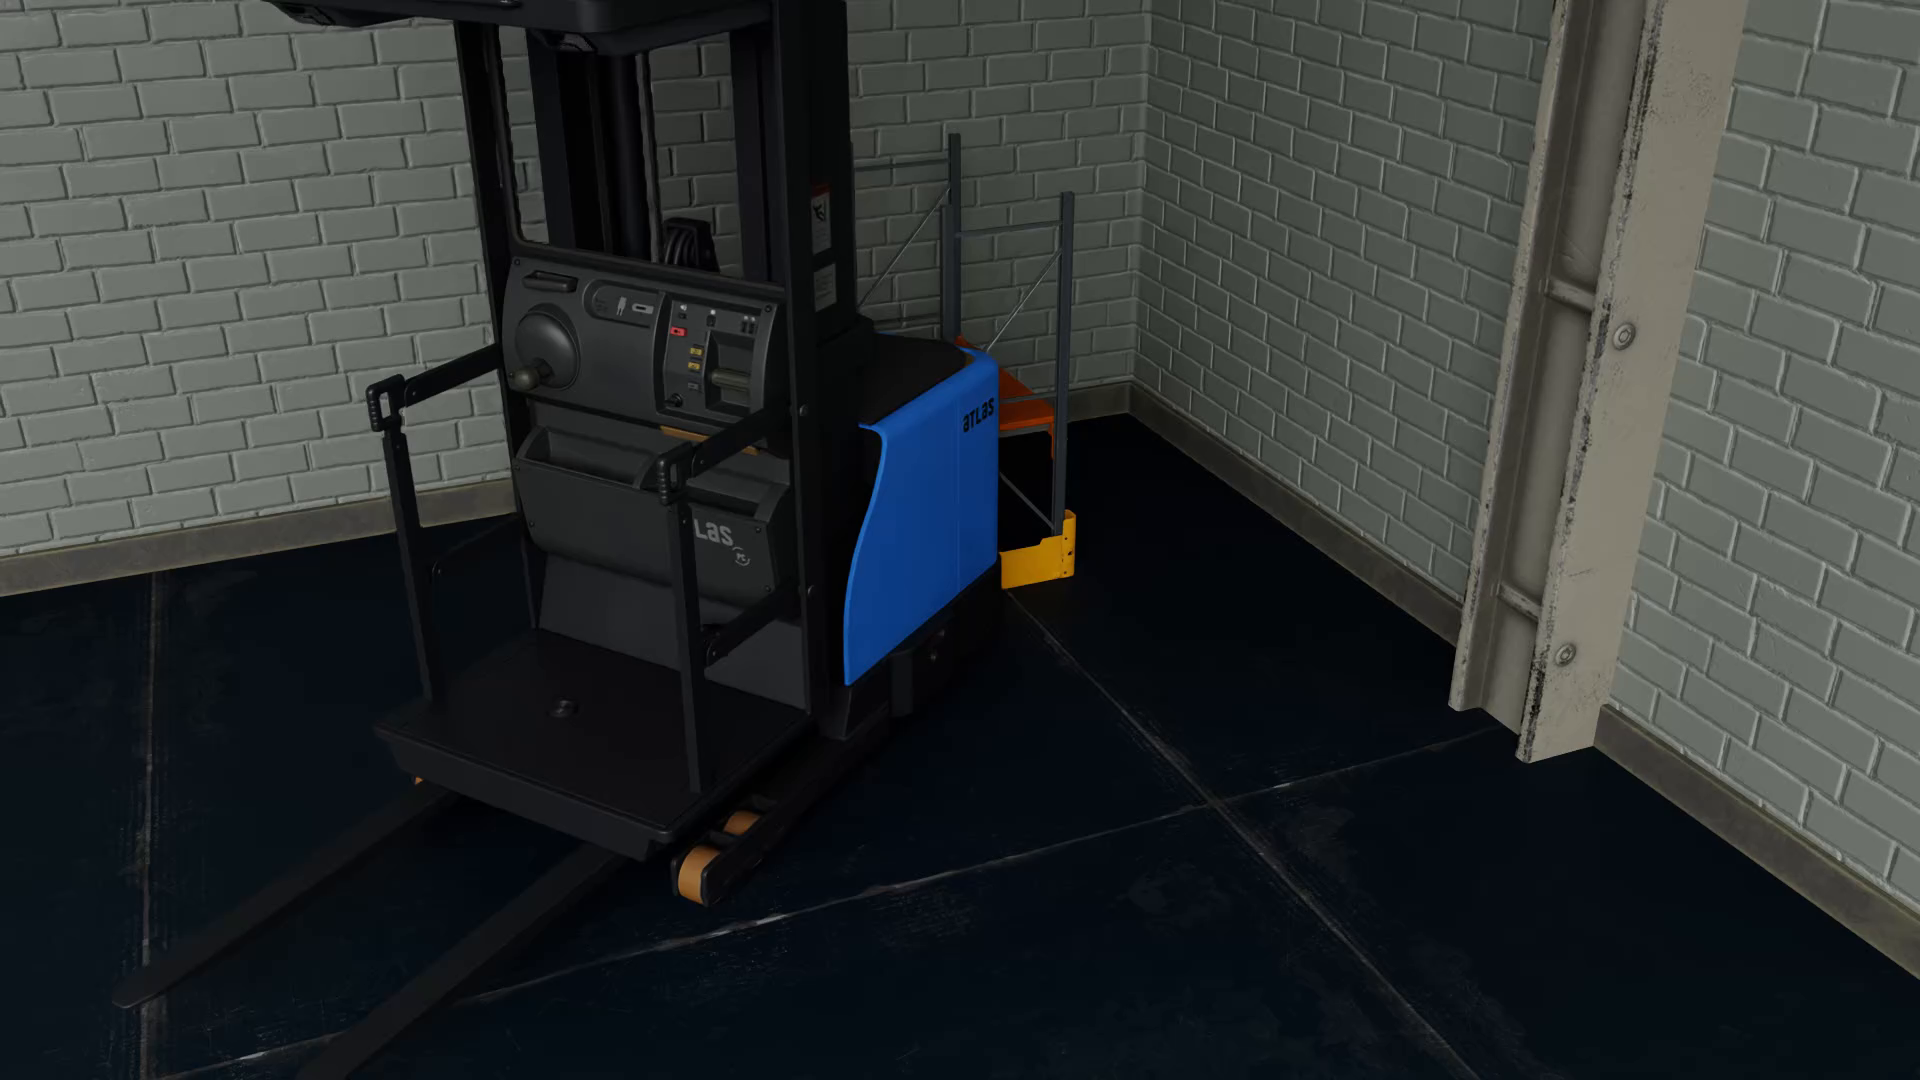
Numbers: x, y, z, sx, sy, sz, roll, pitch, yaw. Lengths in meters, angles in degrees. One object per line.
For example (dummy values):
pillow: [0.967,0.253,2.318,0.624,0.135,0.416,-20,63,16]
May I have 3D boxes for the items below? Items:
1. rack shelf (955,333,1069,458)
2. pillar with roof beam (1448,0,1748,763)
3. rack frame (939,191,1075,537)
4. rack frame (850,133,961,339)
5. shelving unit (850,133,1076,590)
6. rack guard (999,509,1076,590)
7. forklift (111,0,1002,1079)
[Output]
rack shelf: [-0.033,-0.547,6.570,0.538,0.185,1.000,-11,28,-21]
pillar with roof beam: [-2.097,-2.699,2.021,9.100,9.000,0.400,-11,28,-21]
rack frame: [0.166,-0.503,6.071,0.500,1.500,0.032,-11,28,-21]
rack frame: [-0.232,-0.914,6.912,0.500,1.500,0.032,-11,28,-21]
shelving unit: [-0.030,-0.705,6.484,0.587,1.500,1.083,-11,28,-21]
rack guard: [0.165,0.058,6.346,0.587,0.250,0.087,-11,28,-21]
forklift: [-1.009,-0.523,4.480,1.130,2.935,3.031,14,29,26]
